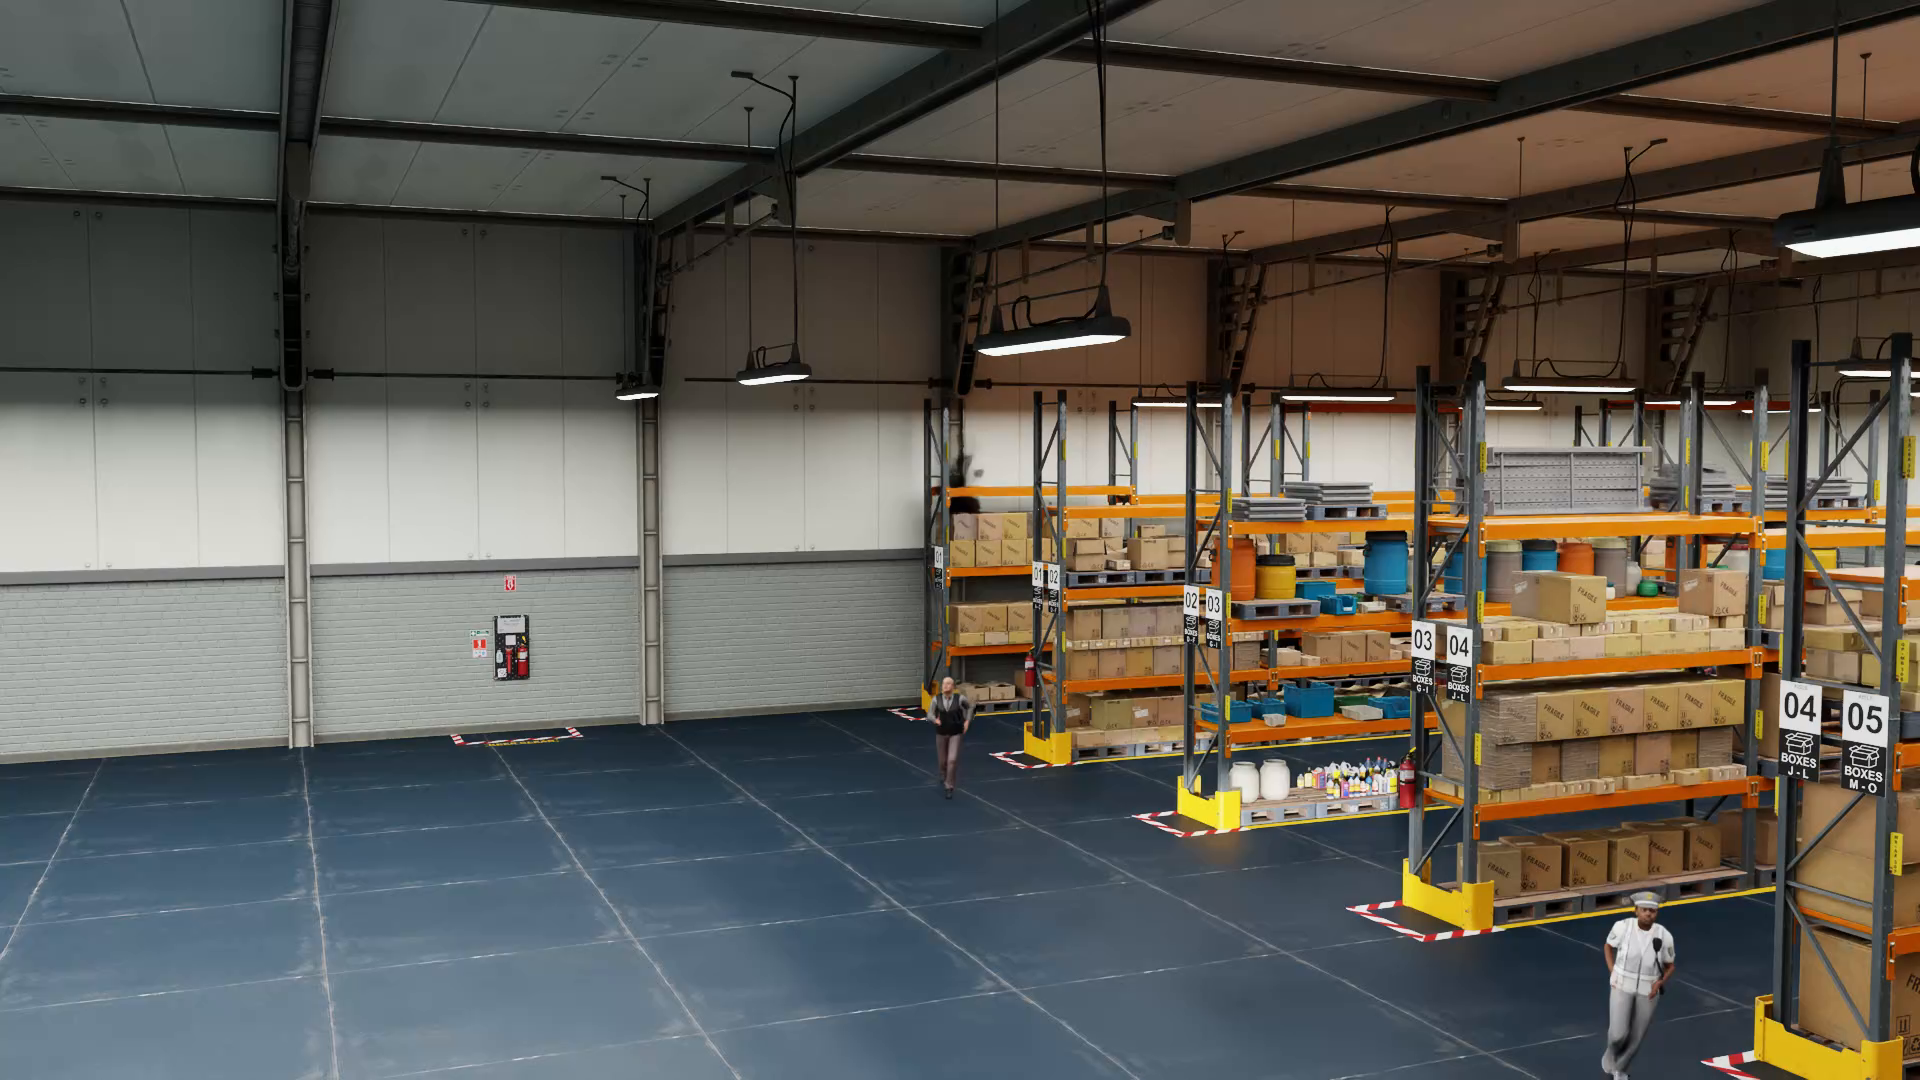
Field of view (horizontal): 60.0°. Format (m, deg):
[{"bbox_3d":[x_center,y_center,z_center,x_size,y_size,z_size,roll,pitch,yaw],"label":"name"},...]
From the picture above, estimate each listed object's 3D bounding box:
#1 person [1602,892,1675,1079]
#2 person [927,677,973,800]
[{"bbox_3d":[5.408,3.581,13.237,0.521,1.604,0.571,1,4,19],"label":"person"},{"bbox_3d":[-0.149,2.869,24.432,0.669,1.730,0.952,0,3,8],"label":"person"}]
